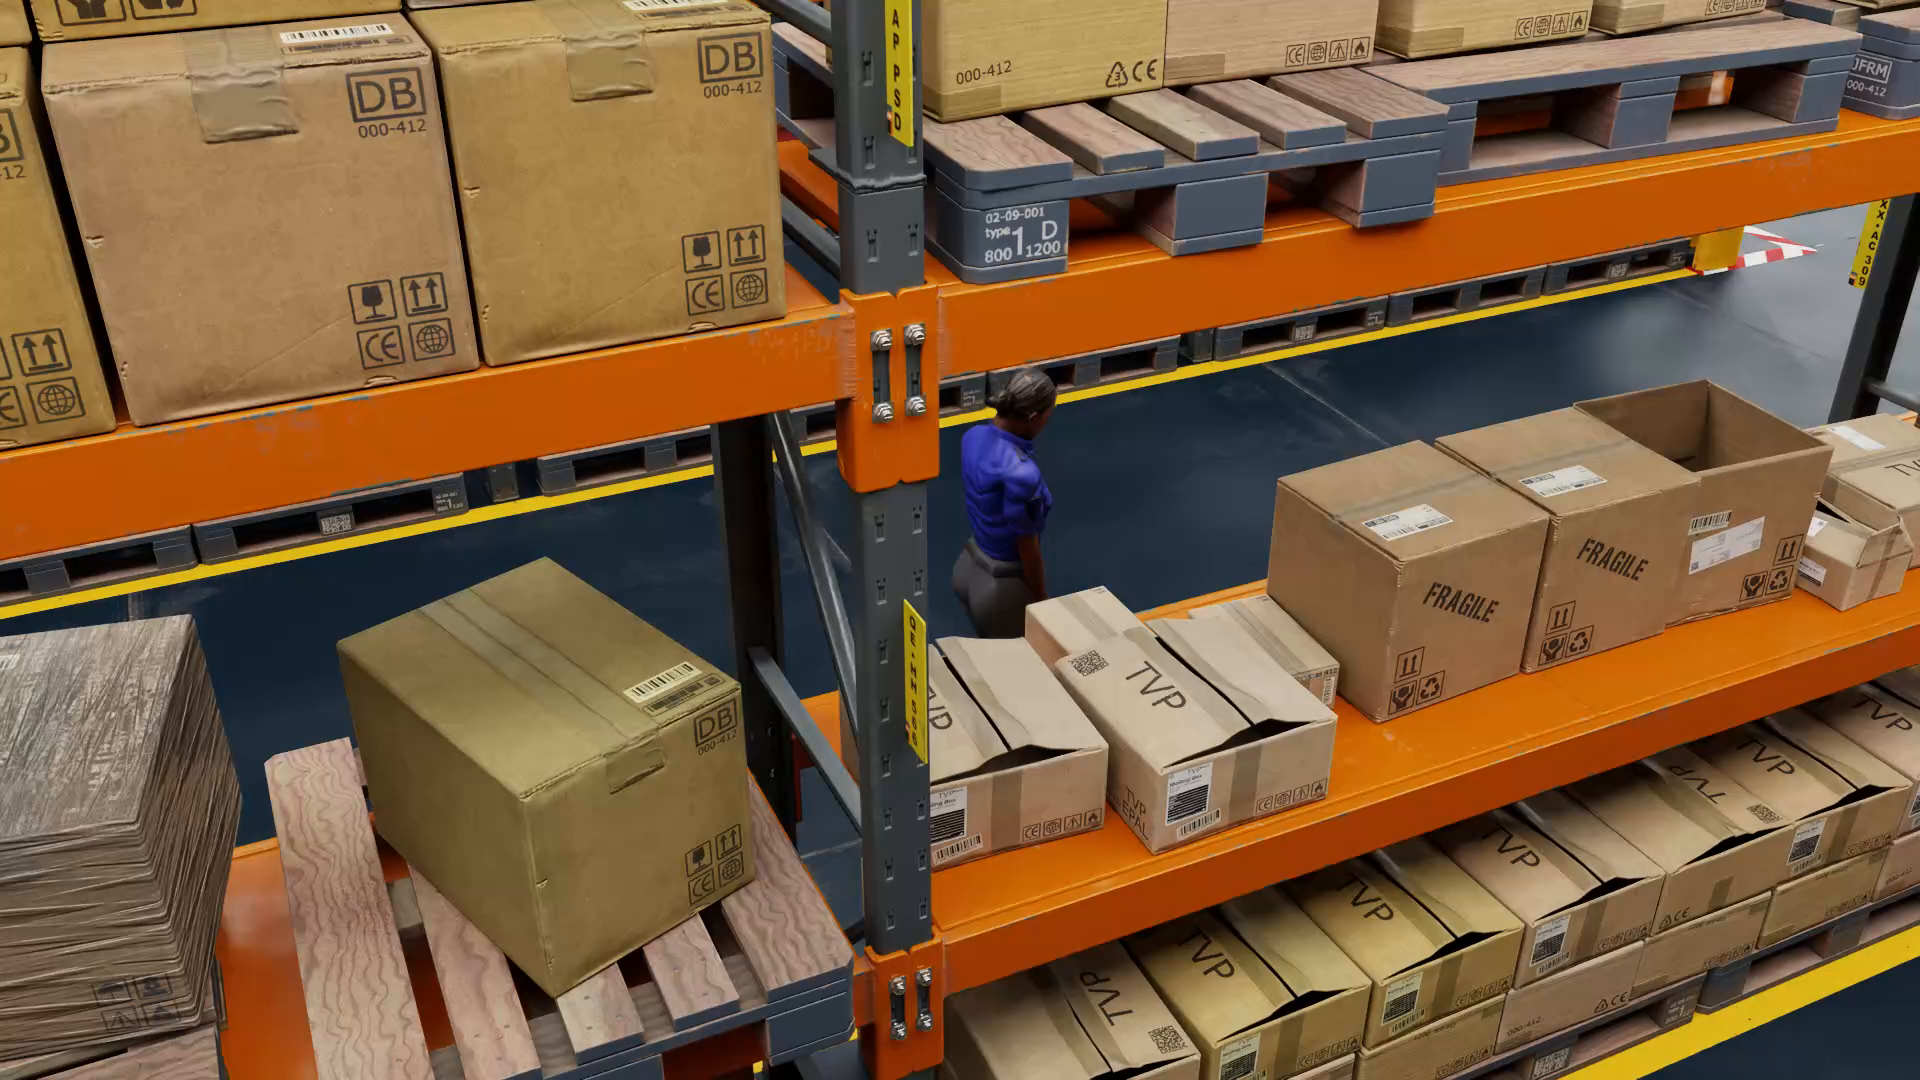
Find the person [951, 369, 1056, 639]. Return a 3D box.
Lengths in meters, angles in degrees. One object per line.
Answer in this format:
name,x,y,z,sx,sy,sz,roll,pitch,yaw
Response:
person,0.160,0.160,5.905,0.361,1.618,0.444,-12,32,-20
